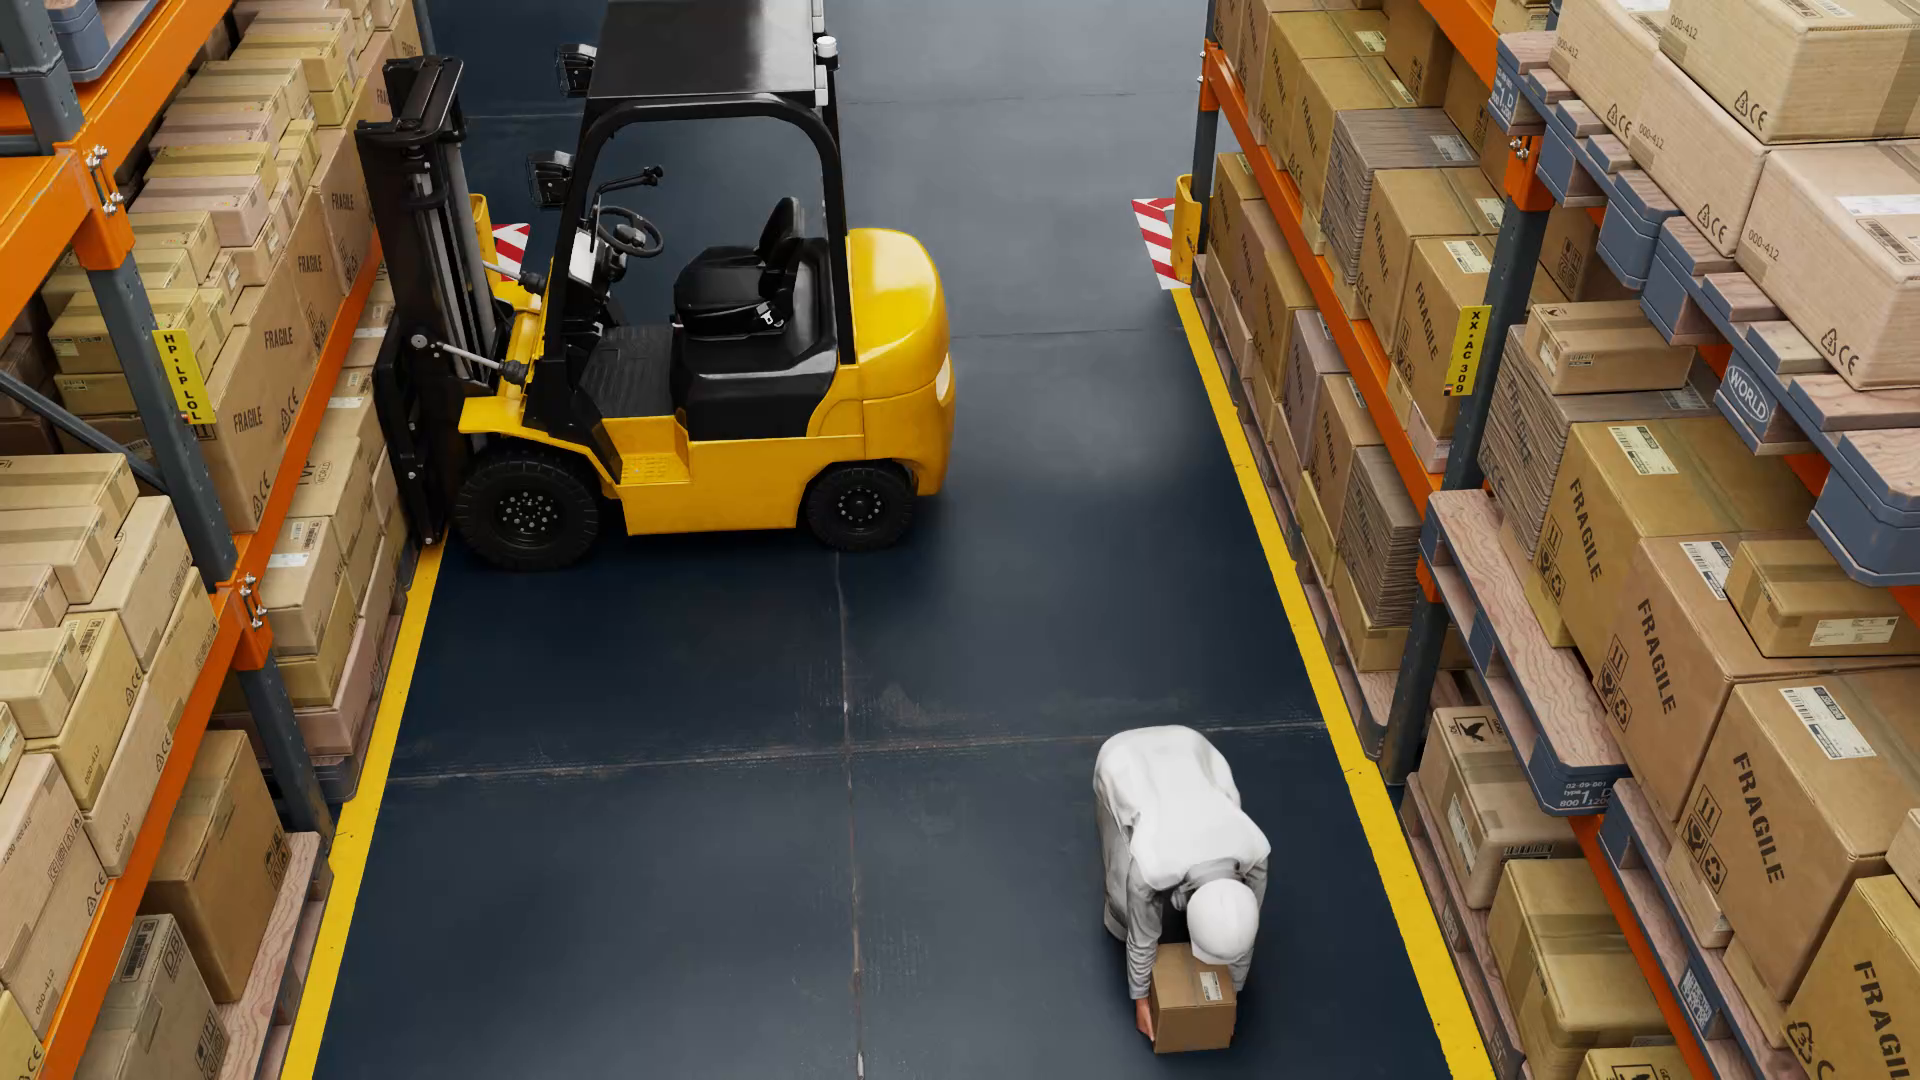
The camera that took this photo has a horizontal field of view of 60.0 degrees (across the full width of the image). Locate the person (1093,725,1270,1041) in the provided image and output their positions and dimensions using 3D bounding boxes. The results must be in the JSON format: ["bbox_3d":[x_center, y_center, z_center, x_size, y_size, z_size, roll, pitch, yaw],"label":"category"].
[{"bbox_3d":[0.736,1.130,5.539,0.506,0.795,0.994,-5,39,-6],"label":"person"}]
